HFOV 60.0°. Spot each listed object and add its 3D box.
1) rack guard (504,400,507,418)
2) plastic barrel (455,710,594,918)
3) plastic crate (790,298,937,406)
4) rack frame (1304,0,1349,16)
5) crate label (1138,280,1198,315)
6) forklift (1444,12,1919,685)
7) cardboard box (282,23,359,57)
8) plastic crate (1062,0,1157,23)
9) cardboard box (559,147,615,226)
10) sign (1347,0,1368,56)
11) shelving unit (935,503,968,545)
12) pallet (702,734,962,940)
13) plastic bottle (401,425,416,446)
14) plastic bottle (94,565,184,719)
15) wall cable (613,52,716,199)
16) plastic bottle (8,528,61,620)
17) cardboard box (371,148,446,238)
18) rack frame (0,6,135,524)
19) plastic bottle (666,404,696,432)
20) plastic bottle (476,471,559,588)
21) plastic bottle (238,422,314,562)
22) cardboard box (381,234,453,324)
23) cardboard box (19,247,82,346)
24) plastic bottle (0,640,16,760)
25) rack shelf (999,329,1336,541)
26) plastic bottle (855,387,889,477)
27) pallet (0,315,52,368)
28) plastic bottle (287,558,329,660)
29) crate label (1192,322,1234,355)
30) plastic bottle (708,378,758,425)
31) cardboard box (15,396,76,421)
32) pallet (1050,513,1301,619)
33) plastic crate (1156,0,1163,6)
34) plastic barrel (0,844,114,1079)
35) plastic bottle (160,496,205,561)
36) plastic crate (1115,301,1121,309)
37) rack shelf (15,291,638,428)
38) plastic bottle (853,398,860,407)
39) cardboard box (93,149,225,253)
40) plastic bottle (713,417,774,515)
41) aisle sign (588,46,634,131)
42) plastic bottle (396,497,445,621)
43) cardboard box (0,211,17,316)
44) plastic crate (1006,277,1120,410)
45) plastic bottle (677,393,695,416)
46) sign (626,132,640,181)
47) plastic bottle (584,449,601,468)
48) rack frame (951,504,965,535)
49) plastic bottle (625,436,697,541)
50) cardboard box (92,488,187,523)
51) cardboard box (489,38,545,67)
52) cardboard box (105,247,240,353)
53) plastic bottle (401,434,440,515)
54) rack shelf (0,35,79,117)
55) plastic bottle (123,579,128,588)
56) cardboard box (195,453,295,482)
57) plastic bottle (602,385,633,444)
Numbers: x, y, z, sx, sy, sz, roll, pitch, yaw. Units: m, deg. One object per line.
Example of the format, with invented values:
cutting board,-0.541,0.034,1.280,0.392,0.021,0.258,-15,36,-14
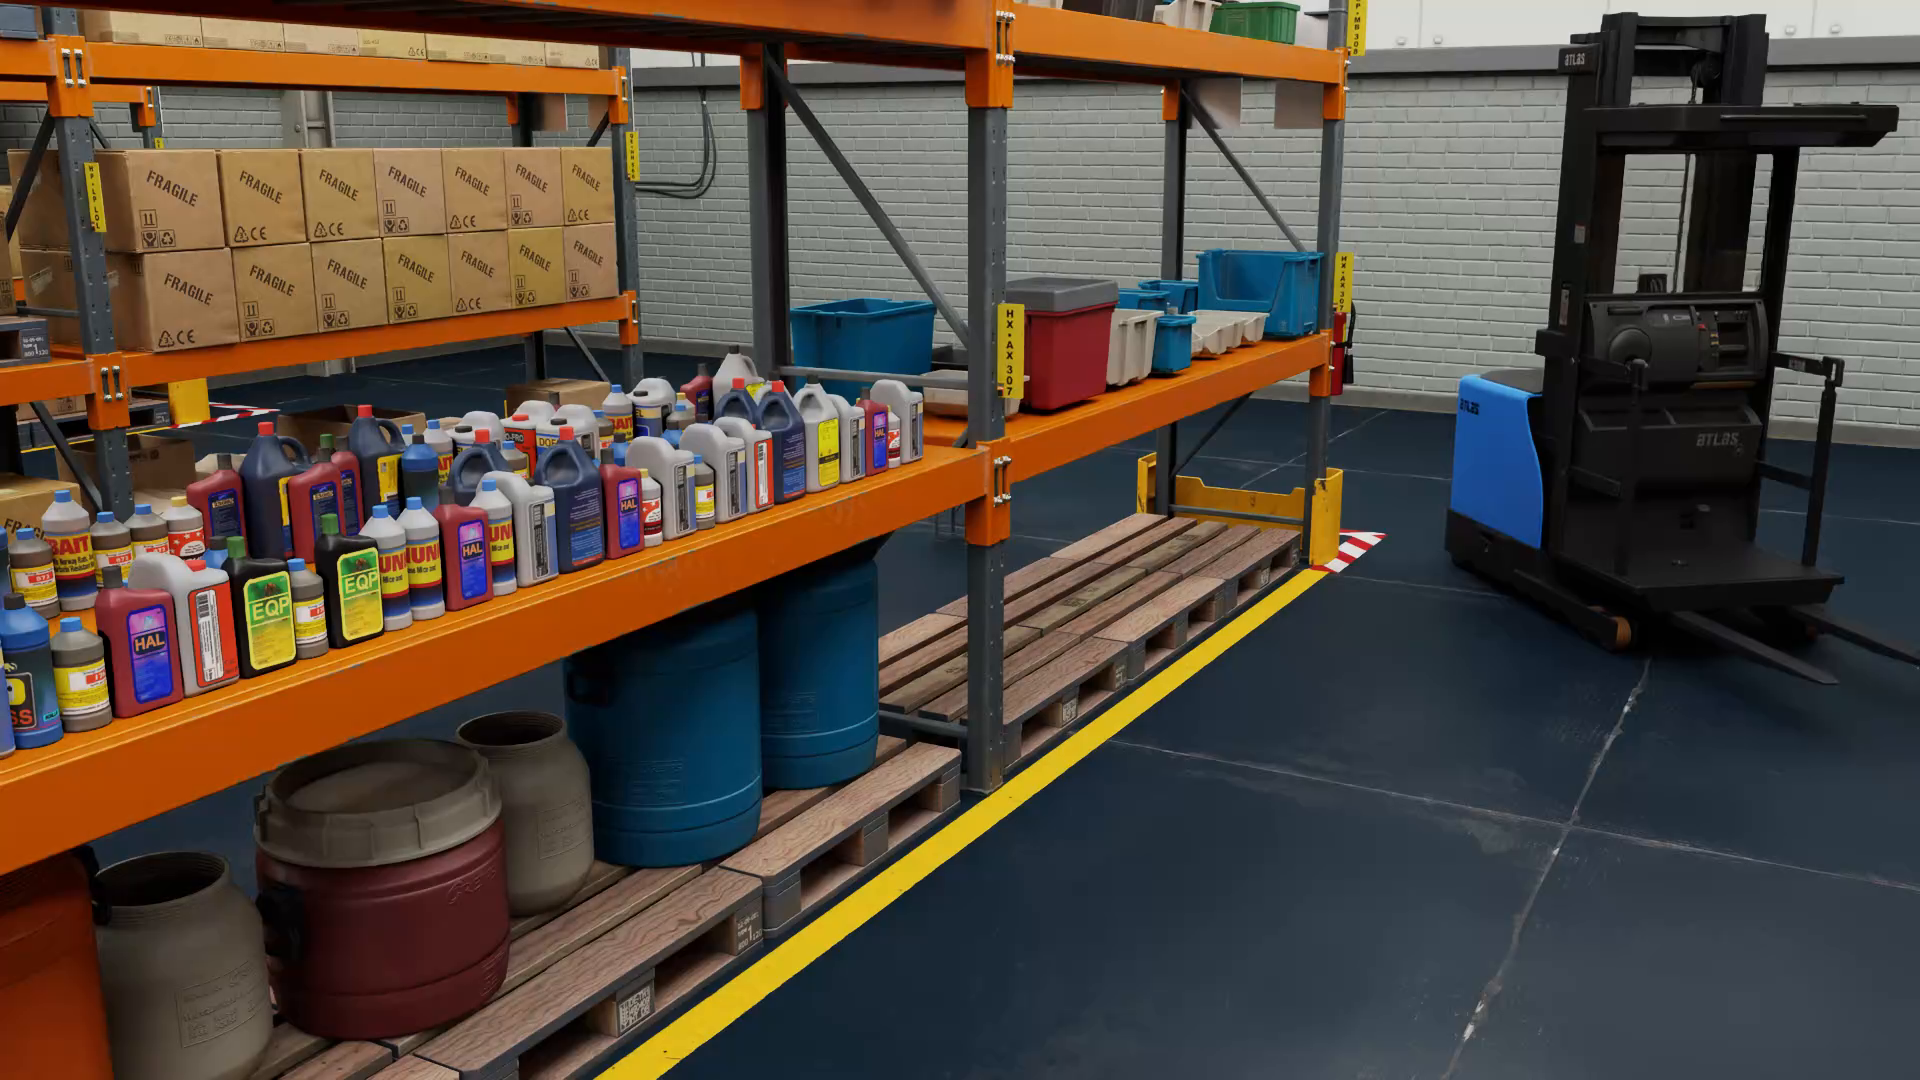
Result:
rack guard,-2.743,-0.734,12.010,1.175,0.500,0.348,7,15,28
plastic barrel,-1.277,0.784,4.793,0.421,0.512,0.421,0,14,0
plastic crate,-0.378,-0.738,6.599,0.392,0.384,0.575,7,15,28
rack frame,1.628,-4.319,8.748,1.000,3.000,0.127,7,15,28
crate label,1.221,-1.337,9.408,0.416,0.233,0.303,7,15,28
forklift,3.540,-0.993,7.898,1.130,2.935,3.031,-2,14,-10
cardboard box,-3.700,-2.805,9.190,0.500,0.250,0.500,7,15,28
plastic crate,0.535,-2.200,6.639,0.497,0.269,0.590,7,15,28
cardboard box,-2.681,-2.377,11.145,0.500,0.500,0.500,7,15,28
sign,2.118,-2.751,8.867,0.100,0.325,0.005,7,15,28
shelving unit,0.004,-0.439,9.935,0.258,0.900,0.210,7,15,28
pallet,-0.715,0.927,5.737,1.003,0.211,1.213,7,15,28
plastic bottle,-1.550,-0.189,4.693,0.097,0.271,0.097,0,14,0
plastic bottle,-1.548,0.181,3.131,0.061,0.283,0.133,7,15,28
wall cable,-3.997,-5.052,18.413,3.097,2.526,0.112,7,15,28
plastic bottle,-2.093,0.075,3.745,0.097,0.201,0.097,0,14,0
cardboard box,-3.419,-2.061,9.834,0.500,0.500,0.500,8,16,30
rack frame,-4.640,-1.144,8.378,1.000,3.000,0.127,7,15,28
plastic bottle,-0.922,-0.348,5.501,0.097,0.201,0.097,0,14,0
plastic bottle,-1.077,-0.038,4.054,0.152,0.276,0.135,7,15,28
plastic bottle,-1.751,-0.131,4.282,0.144,0.351,0.185,7,15,28
cardboard box,-3.422,-1.578,9.967,0.500,0.500,0.500,7,15,27
cardboard box,-4.623,-1.324,8.912,0.500,0.500,0.500,8,16,29
plastic bottle,-1.747,0.247,2.874,0.152,0.276,0.135,7,15,28
rack shelf,0.661,-0.642,7.833,1.077,0.370,4.000,7,15,28
plastic bottle,-0.285,-0.355,5.355,0.061,0.283,0.133,7,15,28
pallet,-5.122,-0.899,7.772,1.003,0.211,1.213,7,15,28
plastic bottle,-1.379,0.140,3.475,0.097,0.201,0.097,0,14,0
crate label,1.126,-0.998,8.207,0.396,0.136,0.243,7,15,28
plastic bottle,-0.679,-0.311,5.027,0.144,0.351,0.185,7,15,28
cardboard box,-7.537,-1.256,13.282,0.700,0.500,0.500,7,15,28
pallet,1.196,0.118,9.094,1.003,0.211,1.213,7,15,28
plastic crate,0.649,-2.548,7.936,0.504,0.338,0.767,7,15,28
plastic barrel,-2.018,0.987,3.272,0.600,0.830,0.708,7,15,28
plastic bottle,-1.904,-0.005,4.077,0.097,0.201,0.097,0,14,0
plastic crate,0.584,-1.067,8.287,0.416,0.233,0.300,7,15,28
rack shelf,-3.673,-1.204,10.164,1.077,0.370,4.000,7,15,28
plastic bottle,-0.331,-0.378,5.626,0.097,0.201,0.097,0,14,0
cardboard box,-4.166,-1.743,8.518,0.500,0.500,0.500,8,16,29
plastic bottle,-0.634,-0.226,4.834,0.152,0.276,0.135,7,15,28
aisle sign,-2.405,-3.208,11.391,0.394,0.787,0.004,7,15,28
plastic bottle,-1.220,0.039,3.746,0.097,0.271,0.097,0,14,0
cardboard box,-5.065,-1.325,8.019,0.700,0.500,0.500,2,14,9
plastic crate,0.346,-0.797,6.674,0.402,0.464,0.583,7,15,28
plastic bottle,-0.961,-0.405,5.738,0.097,0.201,0.097,0,14,0
sign,-2.230,-2.614,11.331,0.100,0.325,0.005,7,15,28
plastic bottle,-0.961,-0.101,4.326,0.097,0.271,0.097,0,14,0
rack frame,0.053,-0.460,10.022,0.240,0.900,0.006,7,15,28
plastic bottle,-0.811,-0.150,4.522,0.152,0.276,0.135,7,15,28
cardboard box,-4.248,-0.112,8.897,0.500,0.311,0.500,7,15,28
cardboard box,-2.975,-3.113,10.466,0.500,0.250,0.500,7,15,28
cardboard box,-4.155,-1.266,8.672,0.500,0.500,0.500,8,16,30
plastic bottle,-1.470,-0.153,4.542,0.097,0.271,0.097,0,14,0
rack shelf,-5.607,-1.842,6.409,1.077,0.370,4.000,7,15,28
plastic bottle,-1.642,0.178,3.319,0.097,0.201,0.097,0,14,0
cardboard box,-4.250,-0.353,9.898,0.500,0.311,0.500,7,15,28
plastic bottle,-1.120,-0.372,5.450,0.097,0.271,0.097,0,14,0
